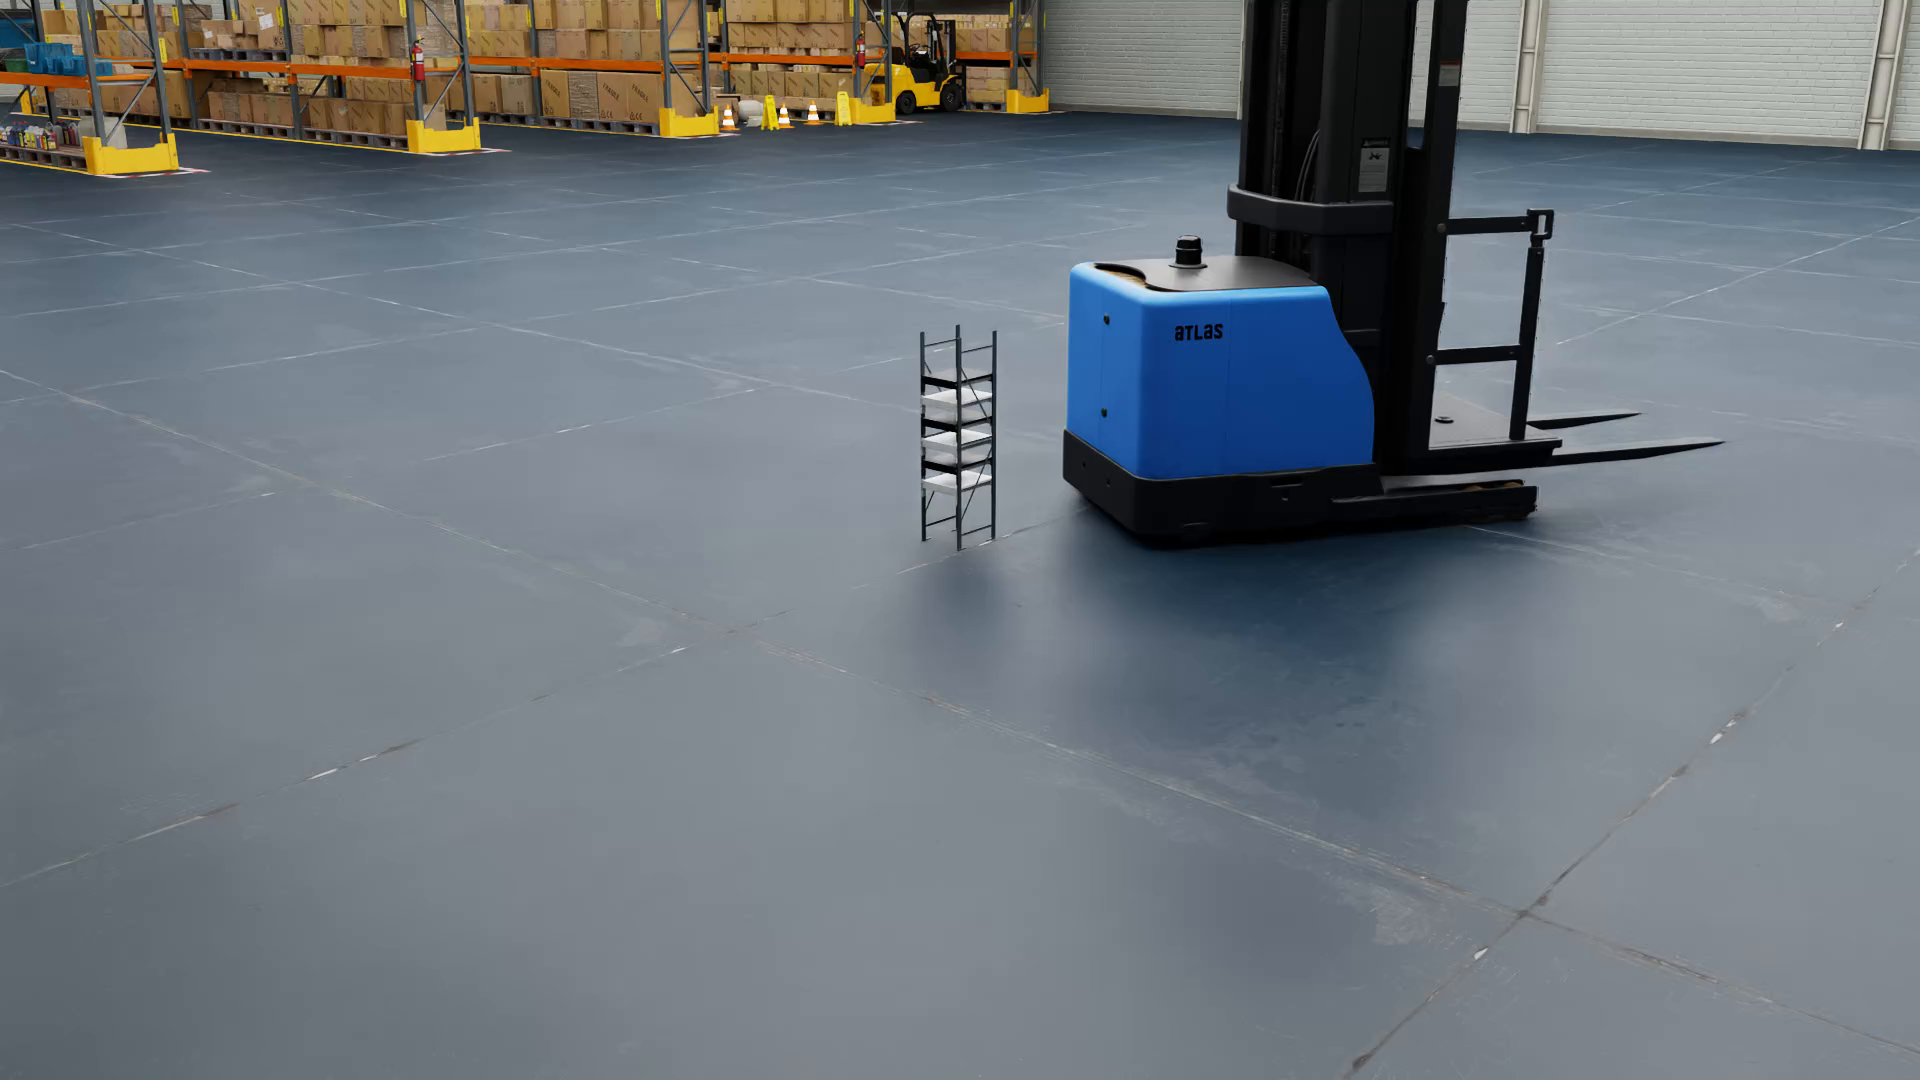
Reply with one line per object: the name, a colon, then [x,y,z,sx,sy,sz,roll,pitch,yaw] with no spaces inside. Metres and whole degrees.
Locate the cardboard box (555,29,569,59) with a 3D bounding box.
cardboard box: [-7.268,-9.584,32.103,0.550,0.550,0.875,15,23,39]

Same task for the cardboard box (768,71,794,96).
cardboard box: [-3.711,-9.687,35.289,0.500,0.500,0.500,17,24,42]

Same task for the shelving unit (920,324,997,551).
shelving unit: [-0.006,-0.431,6.981,0.210,0.900,0.258,15,23,39]

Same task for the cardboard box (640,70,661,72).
cardboard box: [-8.667,-12.838,46.043,0.500,0.500,0.700,14,22,37]

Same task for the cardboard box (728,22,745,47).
cardboard box: [-4.624,-10.867,35.738,0.500,0.500,0.500,15,23,39]

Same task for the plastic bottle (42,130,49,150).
plastic bottle: [-13.406,-5.867,24.403,0.133,0.283,0.061,16,23,41]

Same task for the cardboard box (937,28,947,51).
cardboard box: [-0.175,-11.544,38.364,0.500,0.500,0.500,15,23,40]

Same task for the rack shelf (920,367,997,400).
rack shelf: [-0.006,-0.656,6.909,0.200,0.077,0.258,15,23,39]

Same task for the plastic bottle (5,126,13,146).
plastic bottle: [-14.426,-6.156,25.326,0.135,0.276,0.152,16,24,41]

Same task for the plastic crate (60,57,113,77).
plastic crate: [-12.215,-6.625,23.275,0.616,0.251,0.499,15,23,39]

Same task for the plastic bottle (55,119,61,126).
plastic bottle: [-13.961,-6.349,25.812,0.185,0.351,0.144,14,23,38]

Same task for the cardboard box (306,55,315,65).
cardboard box: [-11.001,-8.259,28.592,0.250,0.149,0.380,15,23,39]

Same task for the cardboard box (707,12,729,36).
cardboard box: [-5.266,-11.260,36.280,0.500,0.500,0.500,15,23,38]

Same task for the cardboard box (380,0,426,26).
cardboard box: [-8.930,-8.504,26.640,0.500,0.500,0.500,15,23,39]

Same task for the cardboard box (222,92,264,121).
cardboard box: [-13.400,-8.170,31.301,0.500,0.500,0.700,13,22,35]

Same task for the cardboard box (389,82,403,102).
cardboard box: [-12.021,-9.679,36.089,0.500,0.500,0.500,16,24,41]

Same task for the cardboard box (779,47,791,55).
cardboard box: [-3.588,-10.270,34.930,0.250,0.149,0.380,15,23,39]

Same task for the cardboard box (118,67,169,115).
cardboard box: [-16.169,-9.078,33.574,0.875,0.875,1.225,14,22,37]

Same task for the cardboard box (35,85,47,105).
cardboard box: [-19.789,-10.073,36.712,0.875,0.875,0.875,15,23,39]

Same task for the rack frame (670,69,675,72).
rack frame: [-7.460,-13.559,44.878,0.127,3.000,1.000,15,23,39]

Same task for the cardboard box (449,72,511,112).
cardboard box: [-9.918,-9.303,34.490,0.750,0.750,1.050,15,23,40]

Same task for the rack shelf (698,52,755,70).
rack shelf: [-6.264,-10.888,37.649,4.000,0.370,1.077,15,23,39]

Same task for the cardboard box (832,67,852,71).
cardboard box: [-3.013,-11.431,41.405,0.625,0.625,0.875,14,22,37]

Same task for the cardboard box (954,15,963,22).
cardboard box: [0.087,-11.906,37.940,0.250,0.149,0.380,16,23,40]

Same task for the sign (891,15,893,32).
sign: [-1.416,-10.561,34.000,0.005,0.325,0.100,15,23,39]

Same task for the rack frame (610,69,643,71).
rack frame: [-7.760,-11.632,38.806,0.127,3.000,1.000,15,23,39]

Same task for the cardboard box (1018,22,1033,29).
cardboard box: [1.434,-11.633,37.572,0.250,0.149,0.380,14,23,38]

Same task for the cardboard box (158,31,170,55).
cardboard box: [-15.240,-9.582,32.181,0.500,0.500,0.500,15,23,39]

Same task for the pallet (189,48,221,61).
pallet: [-13.734,-9.180,31.395,1.003,0.211,1.213,15,23,39]

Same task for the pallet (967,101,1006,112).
pallet: [0.916,-9.965,38.161,1.213,0.211,1.003,15,23,39]

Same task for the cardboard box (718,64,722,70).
cardboard box: [-6.128,-12.449,43.746,0.250,0.149,0.380,15,23,39]

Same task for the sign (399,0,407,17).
sign: [-8.738,-8.365,26.074,0.005,0.325,0.100,15,23,39]

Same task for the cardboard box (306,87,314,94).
cardboard box: [-14.831,-10.371,38.358,0.250,0.149,0.380,14,22,37]

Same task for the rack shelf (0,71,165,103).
rack shelf: [-13.138,-6.722,24.523,4.000,0.370,1.077,15,23,39]

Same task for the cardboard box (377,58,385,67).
cardboard box: [-9.289,-7.817,27.200,0.250,0.149,0.380,15,23,39]

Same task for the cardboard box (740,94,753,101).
cardboard box: [-4.506,-9.539,36.062,0.500,0.250,0.500,14,22,37]

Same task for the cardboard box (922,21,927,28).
cardboard box: [-0.674,-11.969,38.630,0.250,0.149,0.380,15,23,39]

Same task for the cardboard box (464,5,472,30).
cardboard box: [-9.876,-10.720,34.114,0.500,0.500,0.700,15,23,38]

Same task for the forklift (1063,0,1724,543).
forklift: [2.057,-1.617,7.361,3.031,2.935,1.130,-5,18,-15]

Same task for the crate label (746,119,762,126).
crate label: [-4.066,-8.280,32.977,0.298,0.136,0.250,4,18,11]

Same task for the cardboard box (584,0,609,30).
cardboard box: [-6.522,-9.865,31.204,0.500,0.550,0.875,15,23,39]

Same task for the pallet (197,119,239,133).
pallet: [-13.754,-7.904,31.667,1.213,0.211,1.003,15,23,39]

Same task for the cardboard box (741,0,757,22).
cardboard box: [-4.215,-11.250,35.292,0.500,0.500,0.700,15,23,40]

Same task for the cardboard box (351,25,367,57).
cardboard box: [-9.546,-8.273,27.565,0.500,0.500,0.875,15,23,39]

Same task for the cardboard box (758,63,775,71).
cardboard box: [-4.067,-10.064,35.405,0.250,0.149,0.380,16,24,41]

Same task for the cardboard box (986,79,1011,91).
cardboard box: [0.944,-10.305,37.647,0.500,0.250,0.500,15,23,39]

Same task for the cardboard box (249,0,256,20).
cardboard box: [-16.412,-12.514,39.275,0.500,0.500,0.500,16,24,41]
